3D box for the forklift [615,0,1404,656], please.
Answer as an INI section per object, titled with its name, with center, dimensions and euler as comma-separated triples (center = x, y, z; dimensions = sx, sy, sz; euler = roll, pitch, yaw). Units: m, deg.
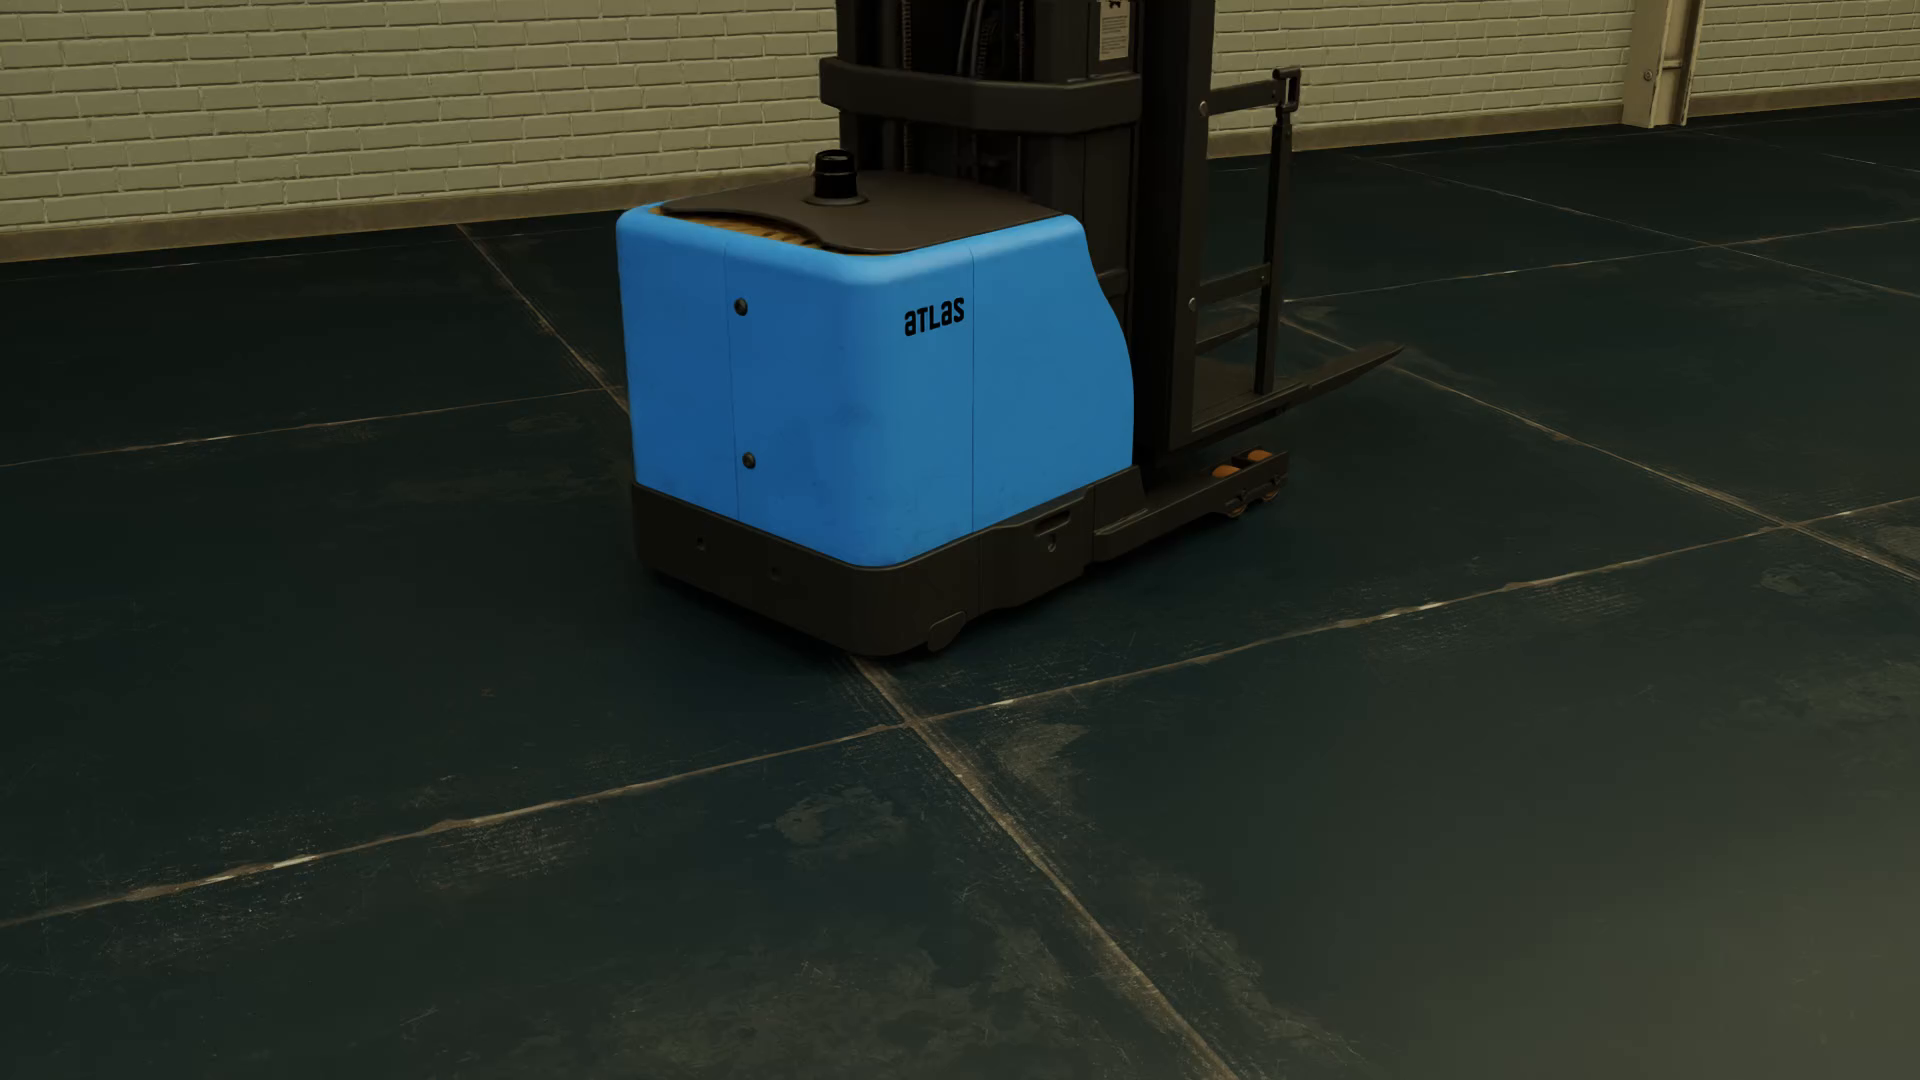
[forklift]
center = 0.422, -1.541, 4.995
dimensions = 1.130, 2.935, 3.031
euler = 19, 29, 38
